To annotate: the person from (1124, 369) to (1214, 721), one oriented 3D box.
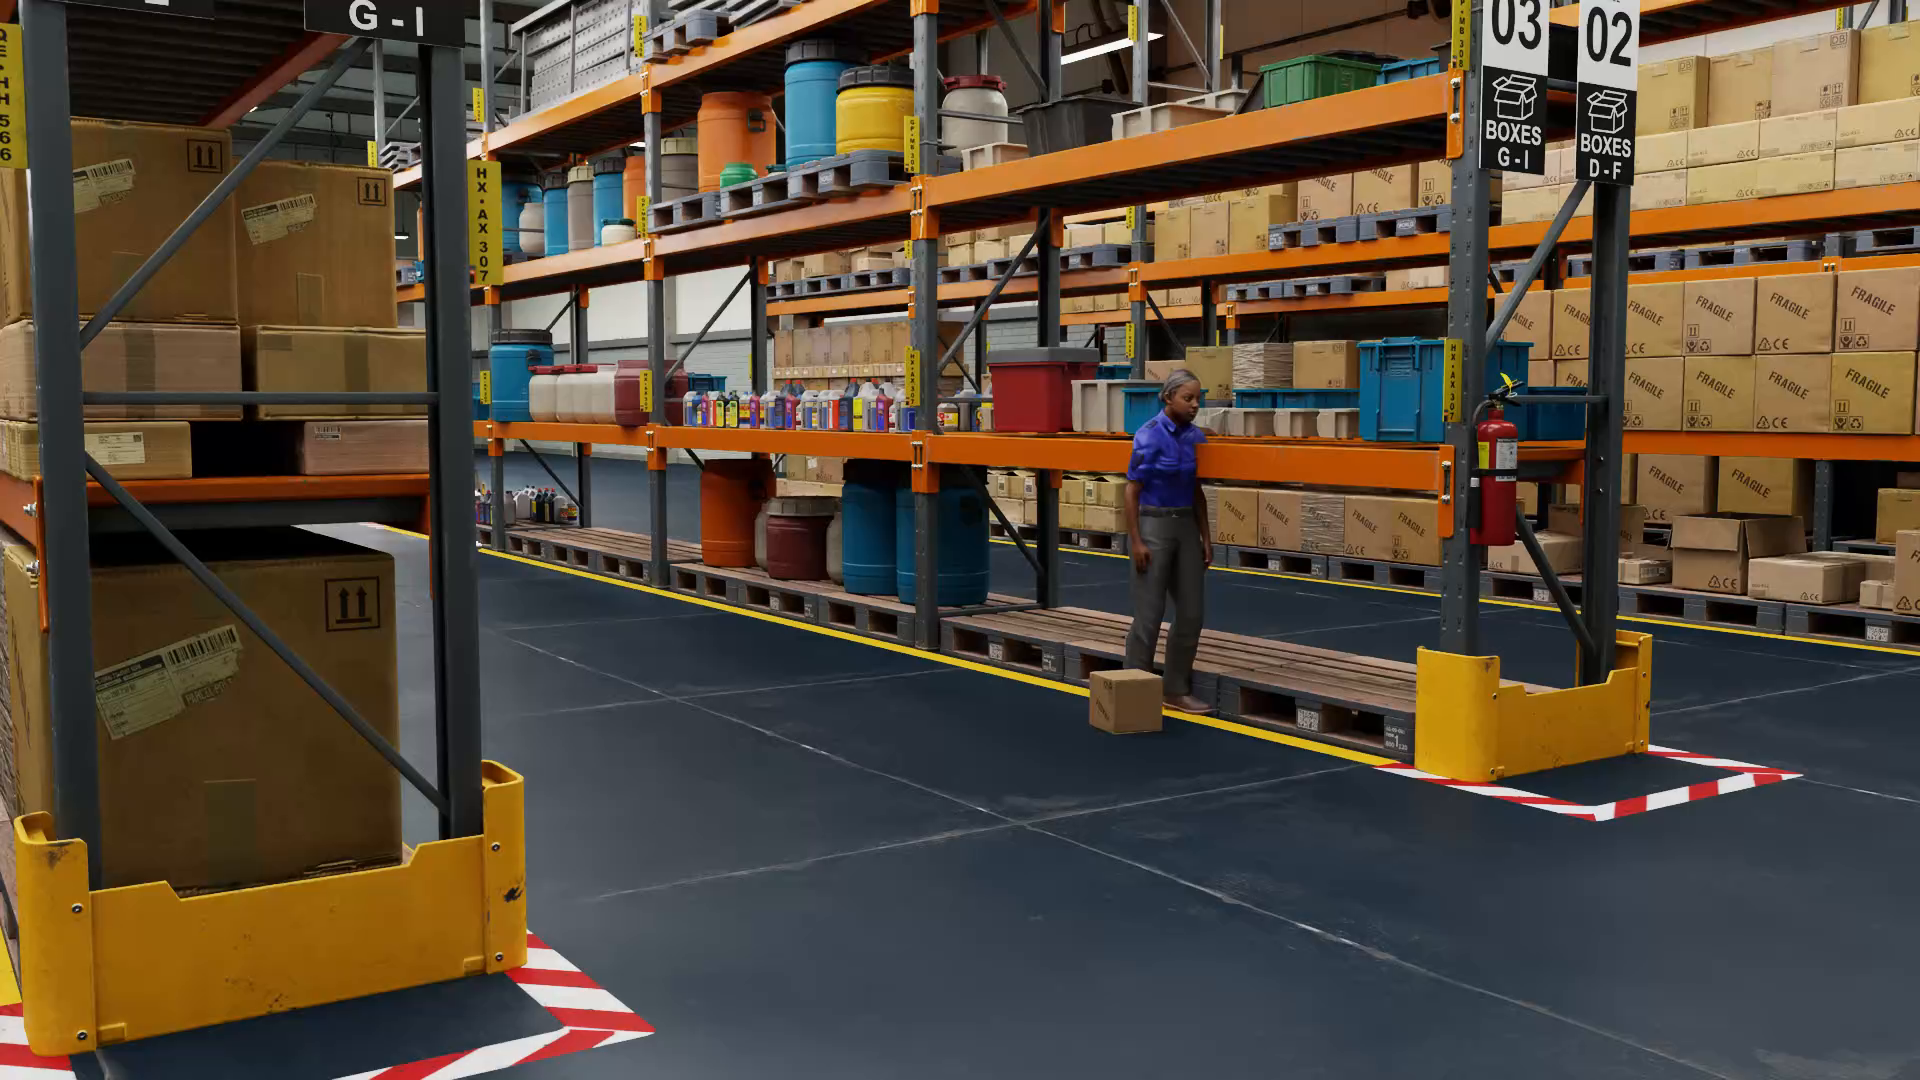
[{"bbox_3d":[0.996,0.013,7.946,0.507,1.655,0.349,-3,6,-34],"label":"person"}]
